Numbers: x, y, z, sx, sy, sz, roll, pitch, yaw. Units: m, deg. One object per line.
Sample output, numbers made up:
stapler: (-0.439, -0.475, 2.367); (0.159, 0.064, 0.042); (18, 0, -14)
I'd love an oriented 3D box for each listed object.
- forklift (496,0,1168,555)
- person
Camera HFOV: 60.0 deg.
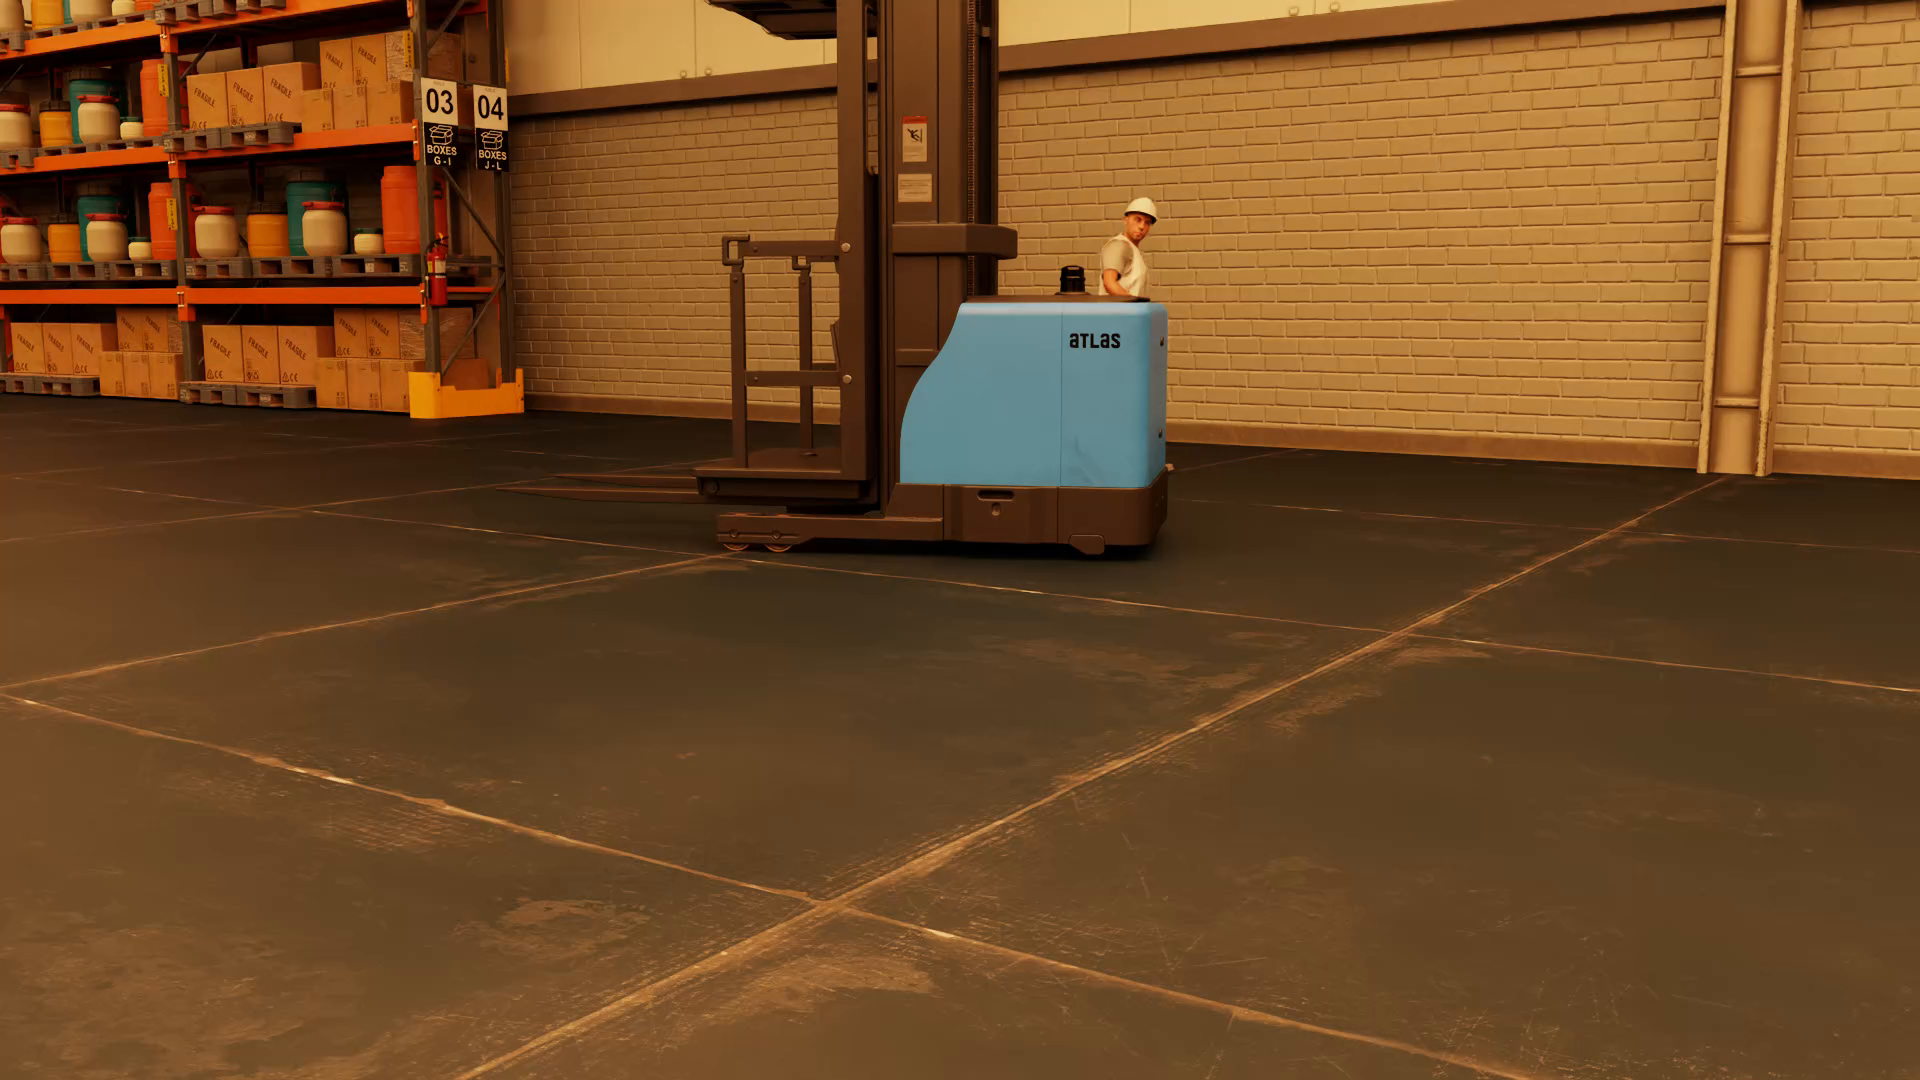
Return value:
forklift: (-0.596, -1.469, 7.520); (3.031, 2.935, 1.130); (2, 8, 12)
person: (1.124, -1.303, 10.618); (0.512, 1.741, 0.740); (1, 8, 7)
